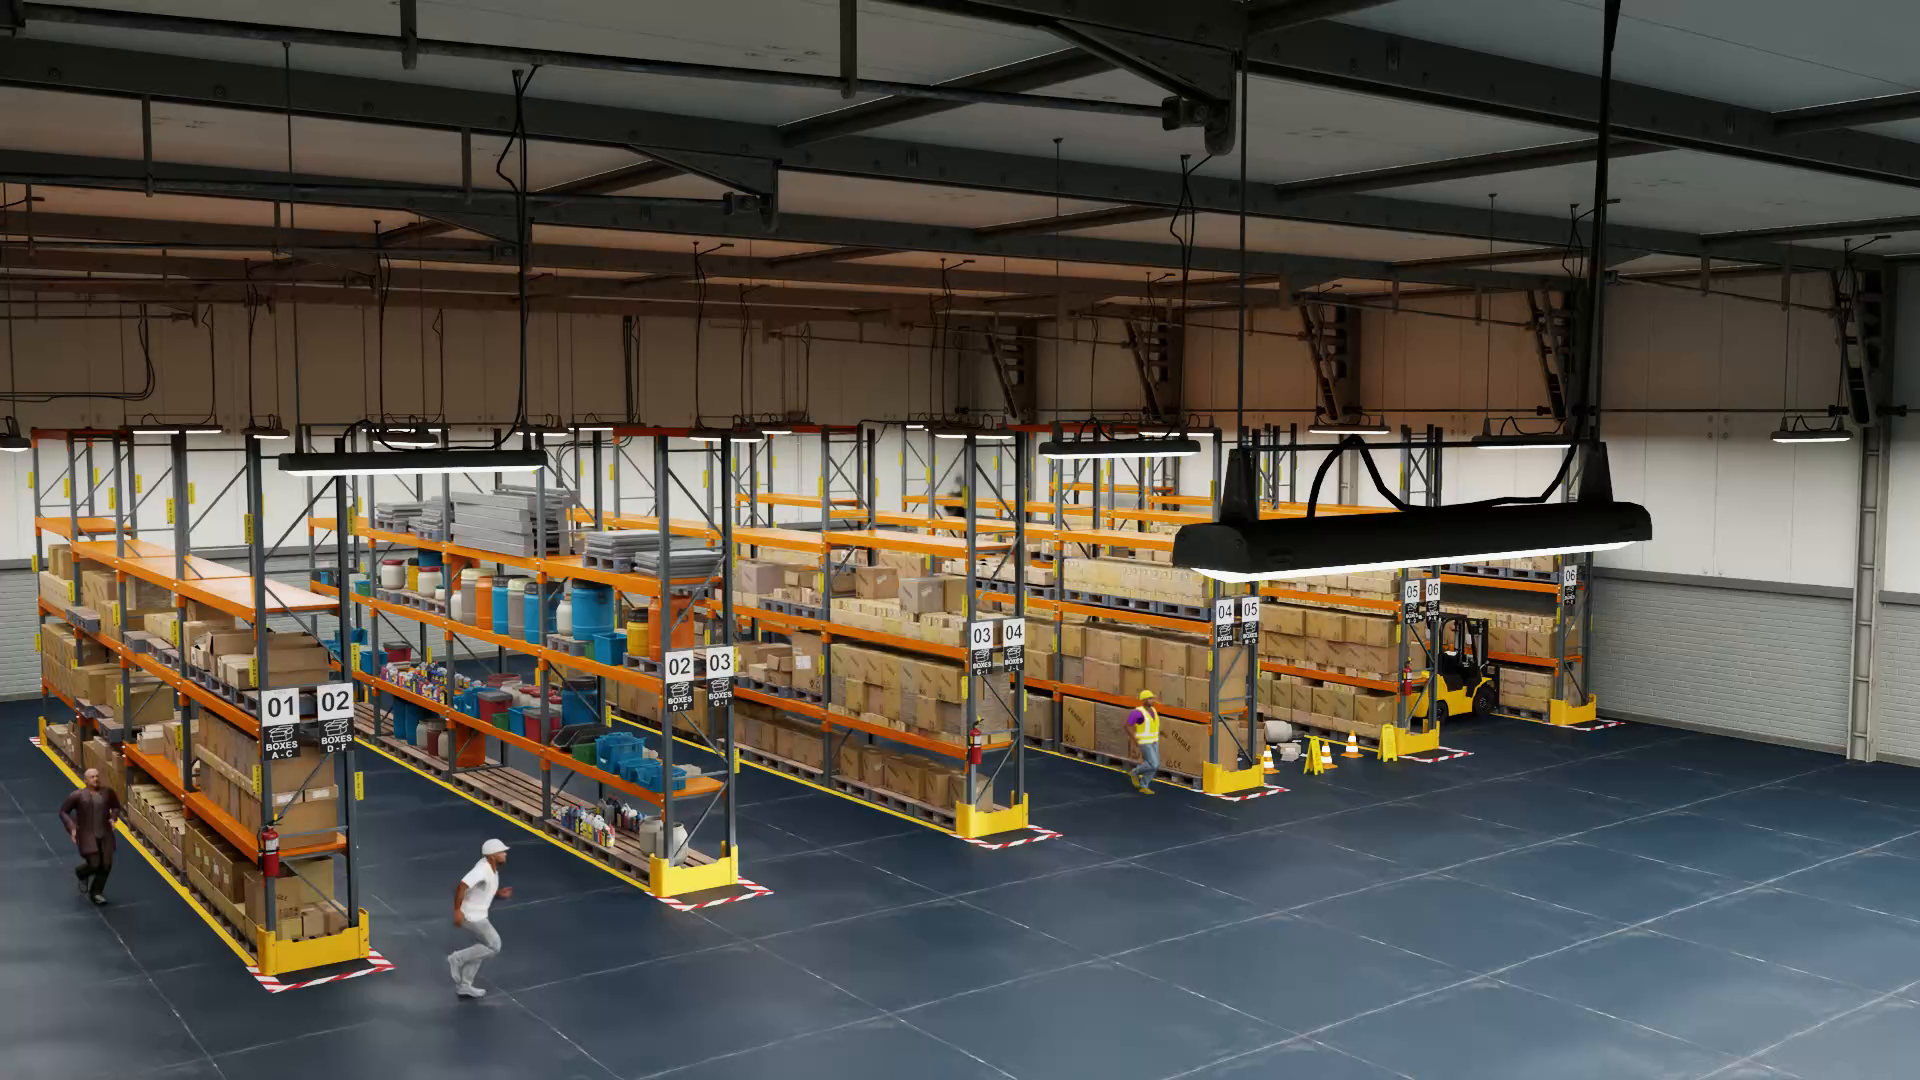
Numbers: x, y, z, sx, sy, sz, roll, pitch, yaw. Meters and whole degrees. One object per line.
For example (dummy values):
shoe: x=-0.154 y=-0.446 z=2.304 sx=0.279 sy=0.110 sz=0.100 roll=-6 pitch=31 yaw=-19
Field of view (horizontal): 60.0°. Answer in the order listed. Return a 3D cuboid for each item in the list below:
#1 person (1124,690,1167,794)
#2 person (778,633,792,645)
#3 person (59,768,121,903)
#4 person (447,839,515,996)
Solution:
person: x=3.095 y=3.327 z=27.341 sx=0.580 sy=1.722 sz=0.699 roll=4 pitch=6 yaw=43
person: x=-4.490 y=1.979 z=41.849 sx=0.797 sy=1.662 sz=0.615 roll=3 pitch=5 yaw=33
person: x=-11.097 y=3.792 z=21.332 sx=0.635 sy=1.730 sz=0.708 roll=4 pitch=6 yaw=41
person: x=-5.185 y=4.084 z=18.009 sx=0.724 sy=1.687 sz=0.688 roll=-1 pitch=5 yaw=-15
